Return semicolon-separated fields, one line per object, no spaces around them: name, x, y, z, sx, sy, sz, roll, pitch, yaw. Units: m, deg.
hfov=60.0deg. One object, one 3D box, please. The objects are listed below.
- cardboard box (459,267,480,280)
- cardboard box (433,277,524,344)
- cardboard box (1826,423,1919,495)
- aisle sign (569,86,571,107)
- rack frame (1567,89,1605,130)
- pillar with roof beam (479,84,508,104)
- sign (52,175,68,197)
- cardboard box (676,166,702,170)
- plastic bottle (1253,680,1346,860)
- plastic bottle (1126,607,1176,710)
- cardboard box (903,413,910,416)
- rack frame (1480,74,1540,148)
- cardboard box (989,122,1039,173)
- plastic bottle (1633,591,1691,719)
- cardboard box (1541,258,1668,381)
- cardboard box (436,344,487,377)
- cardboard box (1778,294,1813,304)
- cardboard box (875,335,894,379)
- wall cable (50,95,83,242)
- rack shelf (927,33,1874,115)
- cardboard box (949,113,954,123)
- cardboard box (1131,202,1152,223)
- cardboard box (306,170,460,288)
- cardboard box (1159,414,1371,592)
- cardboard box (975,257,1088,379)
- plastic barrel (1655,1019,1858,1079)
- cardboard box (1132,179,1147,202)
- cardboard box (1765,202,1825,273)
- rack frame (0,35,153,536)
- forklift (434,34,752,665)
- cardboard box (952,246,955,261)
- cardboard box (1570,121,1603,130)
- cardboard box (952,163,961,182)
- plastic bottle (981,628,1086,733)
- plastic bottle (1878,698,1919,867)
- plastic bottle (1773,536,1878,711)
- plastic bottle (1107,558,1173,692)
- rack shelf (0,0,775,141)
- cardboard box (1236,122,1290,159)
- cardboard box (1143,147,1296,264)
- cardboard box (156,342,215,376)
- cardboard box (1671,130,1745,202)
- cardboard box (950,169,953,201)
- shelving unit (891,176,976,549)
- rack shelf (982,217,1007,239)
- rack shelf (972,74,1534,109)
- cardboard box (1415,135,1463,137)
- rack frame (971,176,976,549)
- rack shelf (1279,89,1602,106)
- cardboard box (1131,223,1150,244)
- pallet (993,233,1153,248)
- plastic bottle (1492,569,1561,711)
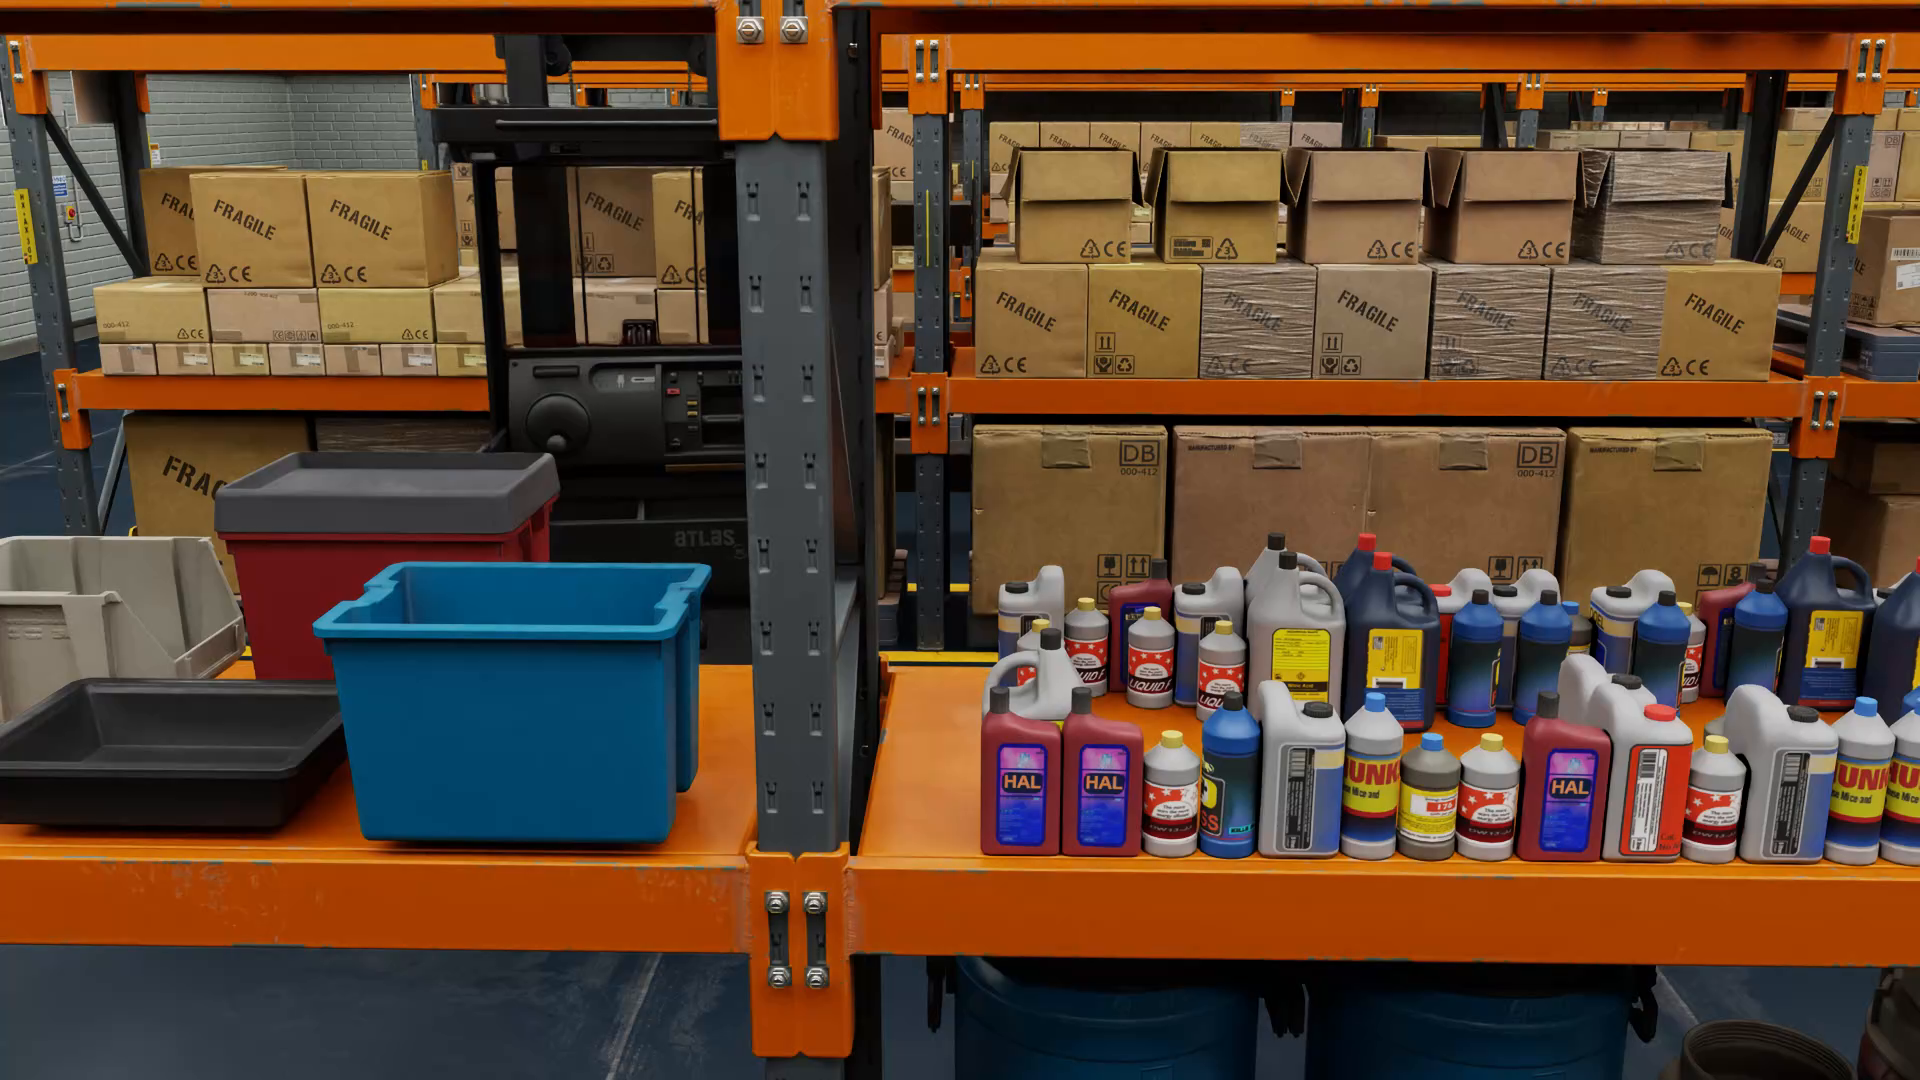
cardboard box;-2.620;-1.205;8.239;0.500;0.250;0.500;0;15;0
cardboard box;-2.110;-1.068;7.717;0.500;0.250;0.500;0;15;0
cardboard box;4.541;-0.394;8.021;0.500;0.250;0.500;1;15;4
aisle sign;-3.953;-4.787;17.008;0.004;0.787;0.394;0;15;1
rack frame;8.245;-4.791;22.120;0.127;3.000;1.000;0;15;1
pillar with roof beam;-6.533;-6.920;18.427;0.400;9.000;9.100;0;15;1
sign;-9.574;-3.753;17.655;0.001;0.218;0.327;0;15;1
cardboard box;-1.093;-1.558;8.104;0.500;0.500;0.500;0;15;1
plastic bottle;0.564;0.376;2.780;0.135;0.276;0.152;0;15;1
plastic bottle;0.396;0.239;3.442;0.097;0.201;0.097;0;15;0
cardboard box;-0.301;-1.055;12.722;0.250;0.149;0.380;1;15;2
rack frame;4.098;-2.288;12.633;0.127;3.000;1.000;0;15;1
cardboard box;0.557;-4.033;17.090;0.500;0.500;0.500;1;15;2
plastic bottle;1.399;0.235;3.320;0.097;0.271;0.097;0;15;0
cardboard box;2.872;-1.017;7.619;0.500;0.500;0.500;0;15;1
cardboard box;-2.243;-0.859;7.707;0.250;0.149;0.380;0;15;0
cardboard box;8.107;-2.229;15.823;0.500;0.500;0.500;0;15;1
cardboard box;-0.441;-0.847;7.663;0.250;0.149;0.380;0;15;2
wall cable;-9.511;-4.141;17.601;0.123;1.953;0.585;0;15;1
rack shelf;1.871;-2.140;7.600;4.000;0.370;1.077;0;15;1
cardboard box;-0.191;-4.344;16.996;0.250;0.149;0.380;0;15;0
cardboard box;1.259;-2.416;12.202;0.250;0.149;0.380;0;15;-1
cardboard box;-2.636;-1.433;7.632;0.500;0.500;0.500;0;15;0
cardboard box;1.405;-0.221;8.140;0.875;0.875;1.225;0;15;-1
cardboard box;0.325;-1.032;7.674;0.500;0.500;0.500;0;15;2
plastic barrel;1.559;1.252;3.269;0.421;0.512;0.421;0;15;0
cardboard box;1.266;-2.559;12.162;0.250;0.149;0.380;0;15;1
cardboard box;6.050;-2.255;12.311;0.500;0.500;0.500;0;15;1
rack frame;-4.127;-1.076;8.039;0.127;3.000;1.000;0;15;1
forklift;-1.176;-0.500;5.990;1.130;2.935;3.031;-2;15;-6
cardboard box;-0.175;-2.278;13.087;0.250;0.149;0.380;1;15;3
cardboard box;6.572;-4.308;17.415;0.250;0.149;0.380;1;15;5
cardboard box;-0.240;-4.987;22.572;0.500;0.250;0.500;0;15;1
plastic bottle;0.129;0.322;2.836;0.185;0.351;0.144;0;15;1
plastic bottle;1.568;0.391;2.729;0.097;0.271;0.097;0;15;0
plastic bottle;1.774;0.167;3.425;0.185;0.351;0.144;0;15;1
plastic bottle;0.380;0.179;3.509;0.133;0.283;0.061;0;15;1
rack shelf;-2.254;-0.903;2.911;4.000;0.370;1.077;0;15;1
cardboard box;3.087;-4.021;17.045;0.500;0.500;0.500;1;15;2
cardboard box;1.196;-1.574;7.764;0.637;0.503;0.797;1;15;2
cardboard box;-3.524;-0.867;7.738;0.250;0.149;0.380;0;15;1
cardboard box;5.565;-2.809;12.450;0.500;0.500;0.700;0;15;1
cardboard box;-0.338;-3.696;17.771;0.500;0.500;0.500;1;15;3
shelving unit;-0.165;-1.016;9.576;0.503;2.100;0.431;0;15;1
rack shelf;2.124;-3.216;17.562;4.000;0.370;1.077;0;15;1
rack shelf;2.099;-3.404;12.392;4.000;0.370;1.077;0;15;1
cardboard box;5.102;-4.014;17.571;0.500;0.500;0.500;0;15;1
rack frame;0.078;-1.015;9.570;0.015;2.100;0.400;0;15;1
rack shelf;6.246;-5.907;21.878;4.000;0.370;1.077;0;15;1
cardboard box;1.259;-2.271;12.238;0.250;0.149;0.380;1;15;2
pallet;0.860;-2.180;12.597;1.213;0.211;1.003;0;15;1
plastic bottle;1.151;0.200;3.446;0.135;0.276;0.152;0;15;1
